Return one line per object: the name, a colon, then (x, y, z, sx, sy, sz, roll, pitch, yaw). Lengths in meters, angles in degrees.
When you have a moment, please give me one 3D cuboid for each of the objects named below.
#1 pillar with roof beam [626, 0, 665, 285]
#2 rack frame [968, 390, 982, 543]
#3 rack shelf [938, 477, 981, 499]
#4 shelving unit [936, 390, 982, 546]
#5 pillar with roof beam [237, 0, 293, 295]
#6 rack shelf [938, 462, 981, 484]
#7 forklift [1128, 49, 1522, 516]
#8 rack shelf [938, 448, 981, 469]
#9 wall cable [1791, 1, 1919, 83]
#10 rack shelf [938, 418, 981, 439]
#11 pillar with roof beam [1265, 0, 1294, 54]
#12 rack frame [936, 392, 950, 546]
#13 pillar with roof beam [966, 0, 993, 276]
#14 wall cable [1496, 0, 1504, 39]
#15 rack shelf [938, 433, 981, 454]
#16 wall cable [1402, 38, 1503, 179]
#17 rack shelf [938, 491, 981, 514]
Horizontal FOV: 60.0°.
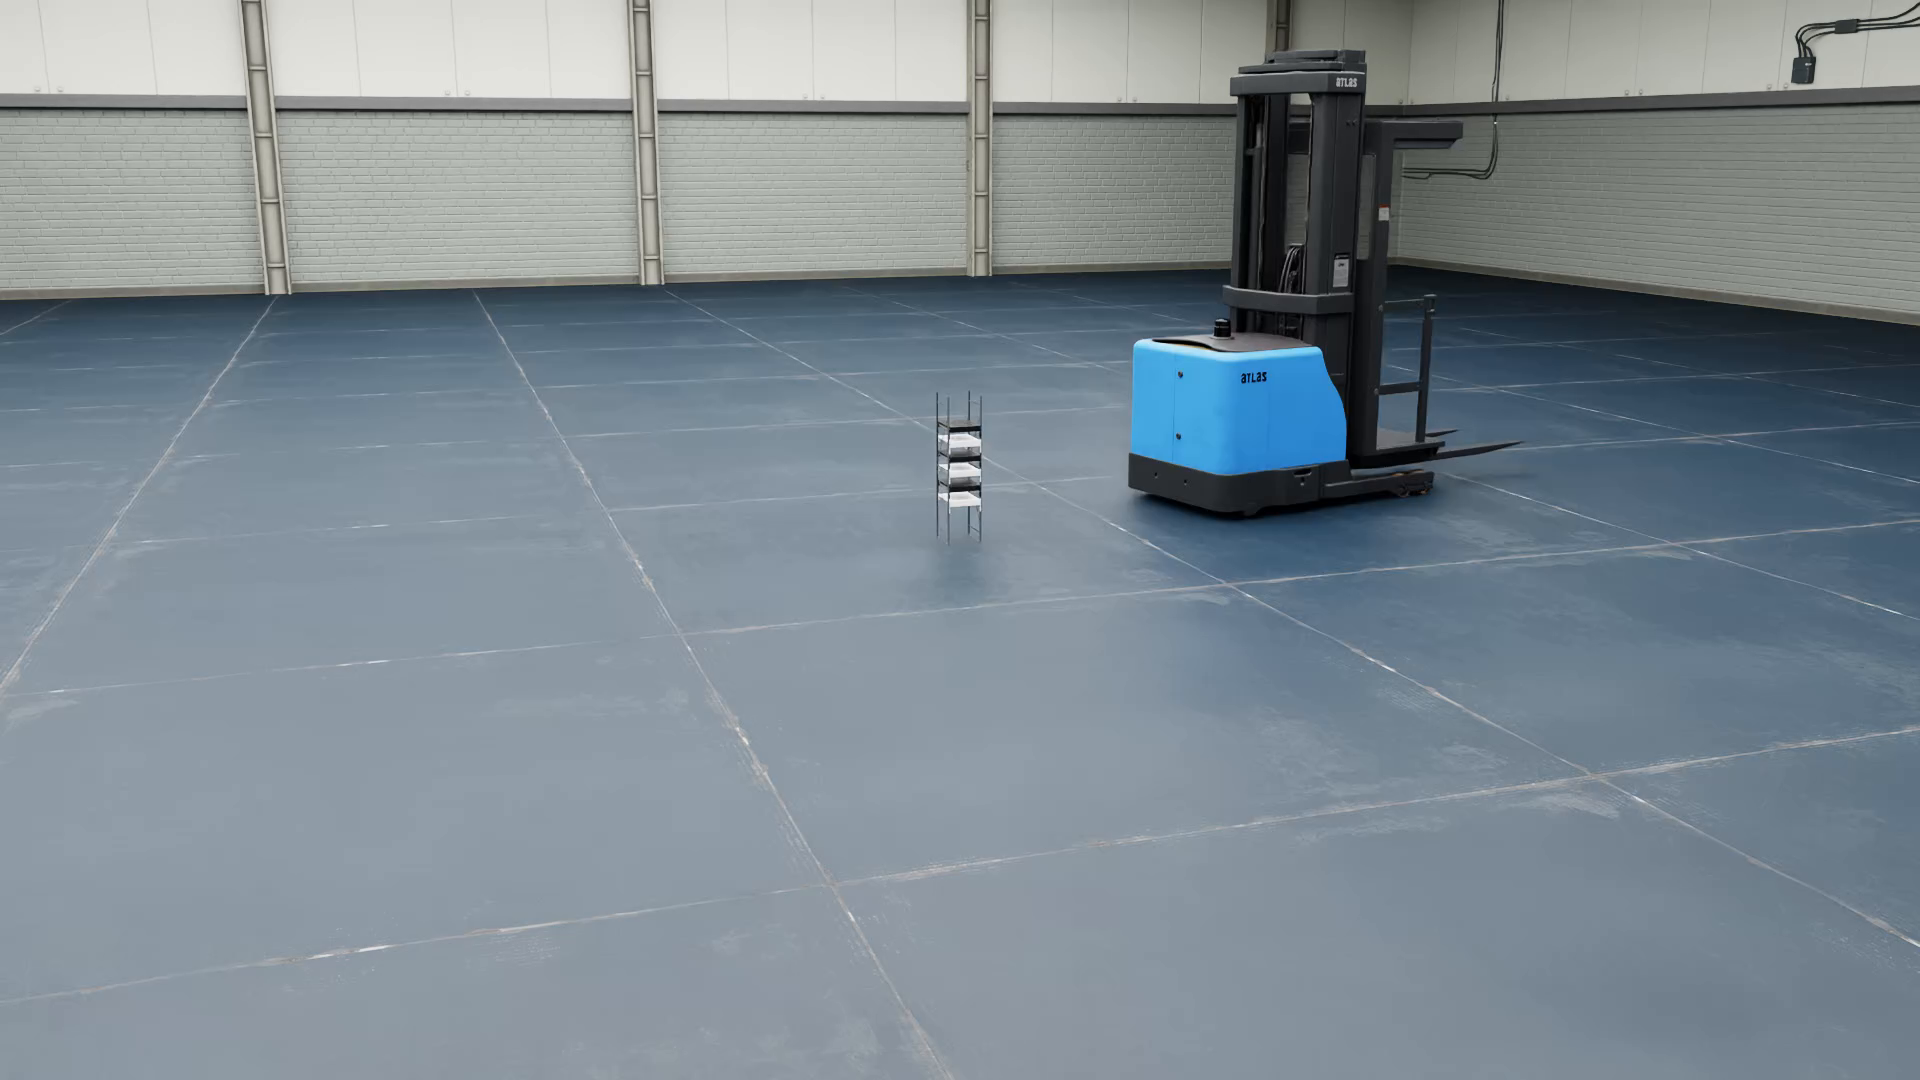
pillar with roof beam: (-3.961, -7.866, 23.766, 0.400, 9.000, 9.100, -4, 14, -18)
rack frame: (0.089, -0.445, 10.068, 0.006, 0.900, 0.240, -4, 14, -18)
rack shelf: (-0.008, -0.317, 10.065, 0.200, 0.077, 0.258, -4, 14, -18)
shelving unit: (-0.008, -0.437, 10.036, 0.210, 0.900, 0.258, -4, 14, -18)
pillar with roof beam: (-9.647, -7.423, 21.904, 0.400, 9.000, 9.100, -4, 14, -18)
rack shelf: (-0.008, -0.405, 10.044, 0.200, 0.077, 0.258, -4, 14, -18)
forklift: (2.671, -1.811, 11.423, 3.031, 2.935, 1.130, -8, 16, -31)
rack shelf: (-0.008, -0.492, 10.023, 0.200, 0.077, 0.258, -4, 14, -18)
wall cable: (12.266, -9.194, 22.001, 0.169, 6.003, 2.305, -4, 14, -18)
rack shelf: (-0.008, -0.667, 9.981, 0.200, 0.077, 0.258, -4, 14, -18)
pillar with roof beam: (7.413, -8.752, 27.489, 0.400, 9.000, 9.100, -4, 14, -18)
rack frame: (-0.104, -0.430, 10.005, 0.006, 0.900, 0.240, -4, 14, -18)
pillar with roof beam: (1.726, -8.309, 25.627, 0.400, 9.000, 9.100, -4, 14, -18)
wall cable: (10.116, -9.976, 28.434, 0.112, 2.526, 3.097, -4, 14, -18)
rack shelf: (-0.008, -0.580, 10.002, 0.200, 0.077, 0.258, -4, 14, -18)
wall cable: (9.254, -8.113, 31.513, 0.112, 2.526, 3.097, -4, 14, -18)
rack shelf: (-0.008, -0.230, 10.086, 0.200, 0.077, 0.258, -4, 14, -18)
